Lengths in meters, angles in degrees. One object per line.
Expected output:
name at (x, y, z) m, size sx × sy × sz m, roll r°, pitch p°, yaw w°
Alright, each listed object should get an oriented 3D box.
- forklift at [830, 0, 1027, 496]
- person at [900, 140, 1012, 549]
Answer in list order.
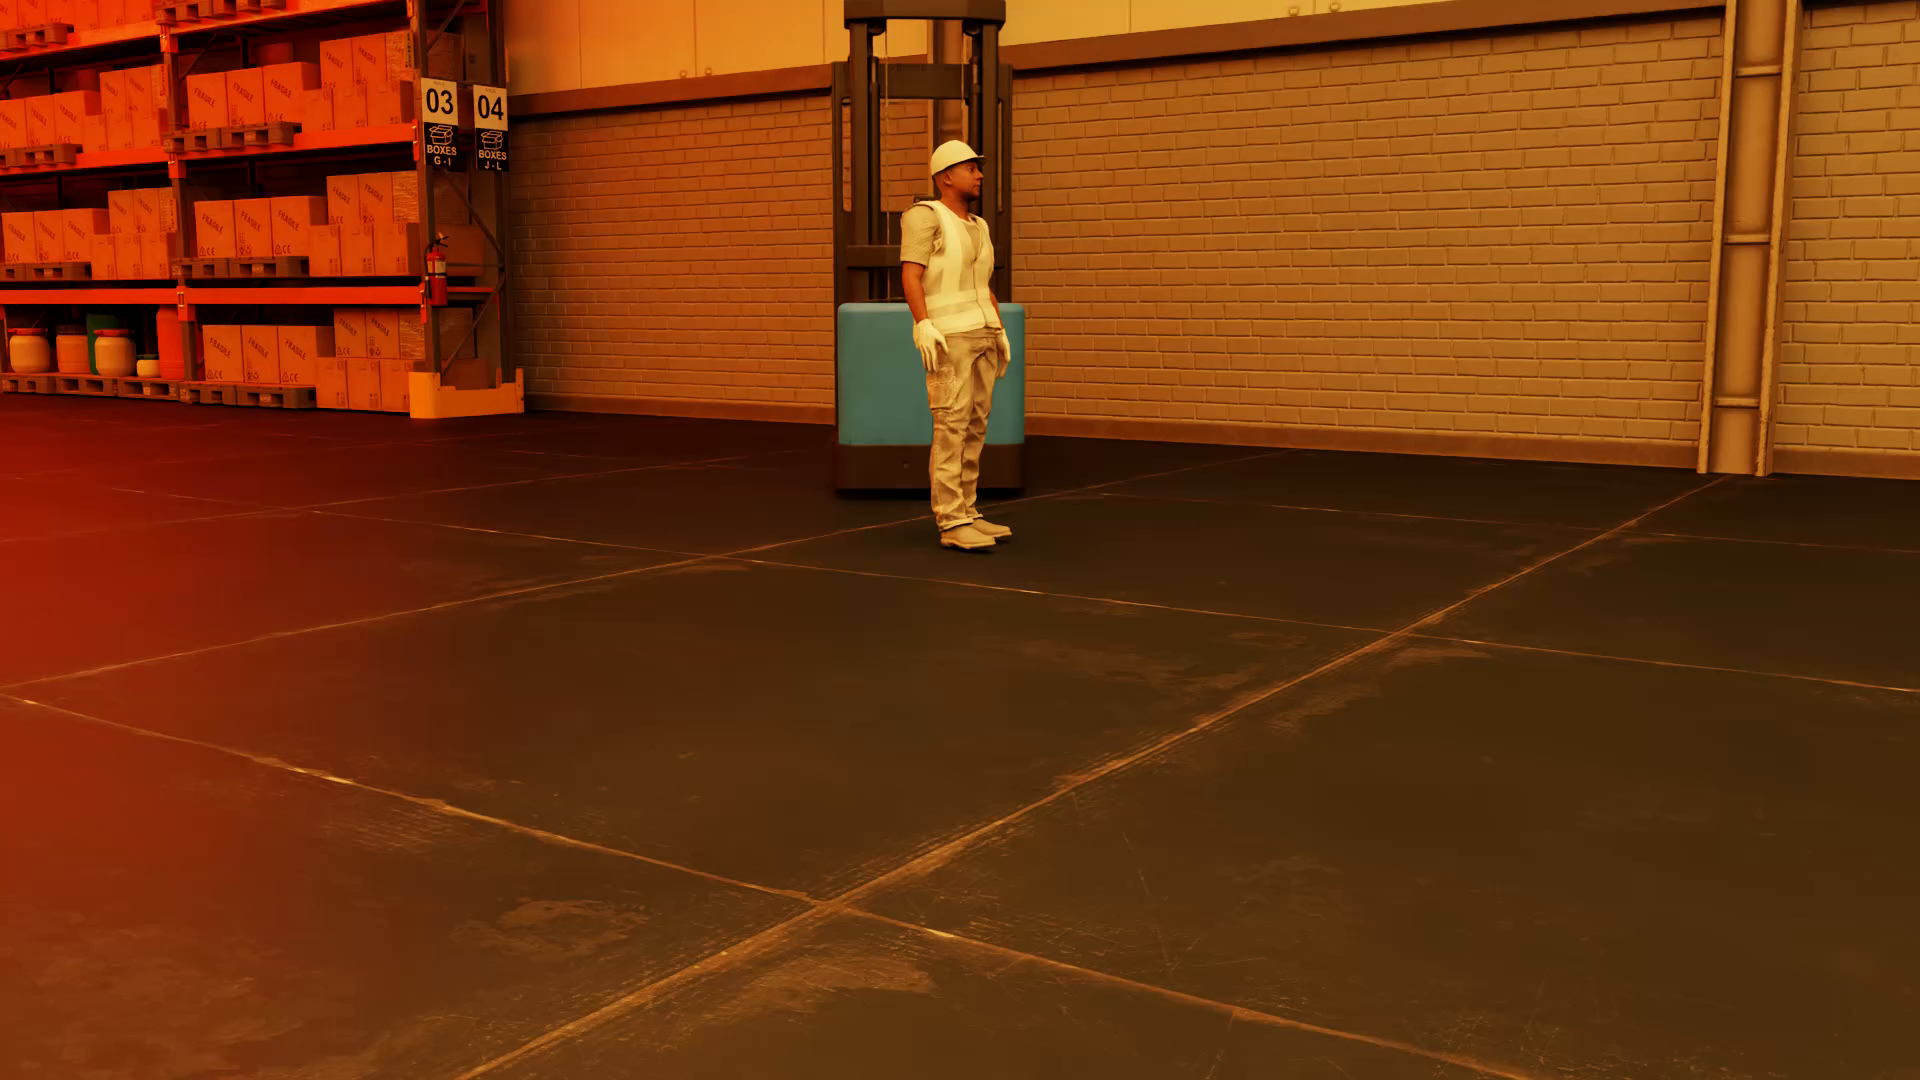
forklift at (-0.245, -1.871, 10.354) m, size 1.130 × 2.935 × 3.031 m, roll -1°, pitch 8°, yaw -4°
person at (0.055, -0.884, 7.430) m, size 0.575 × 1.785 × 0.657 m, roll 5°, pitch 10°, yaw 34°
